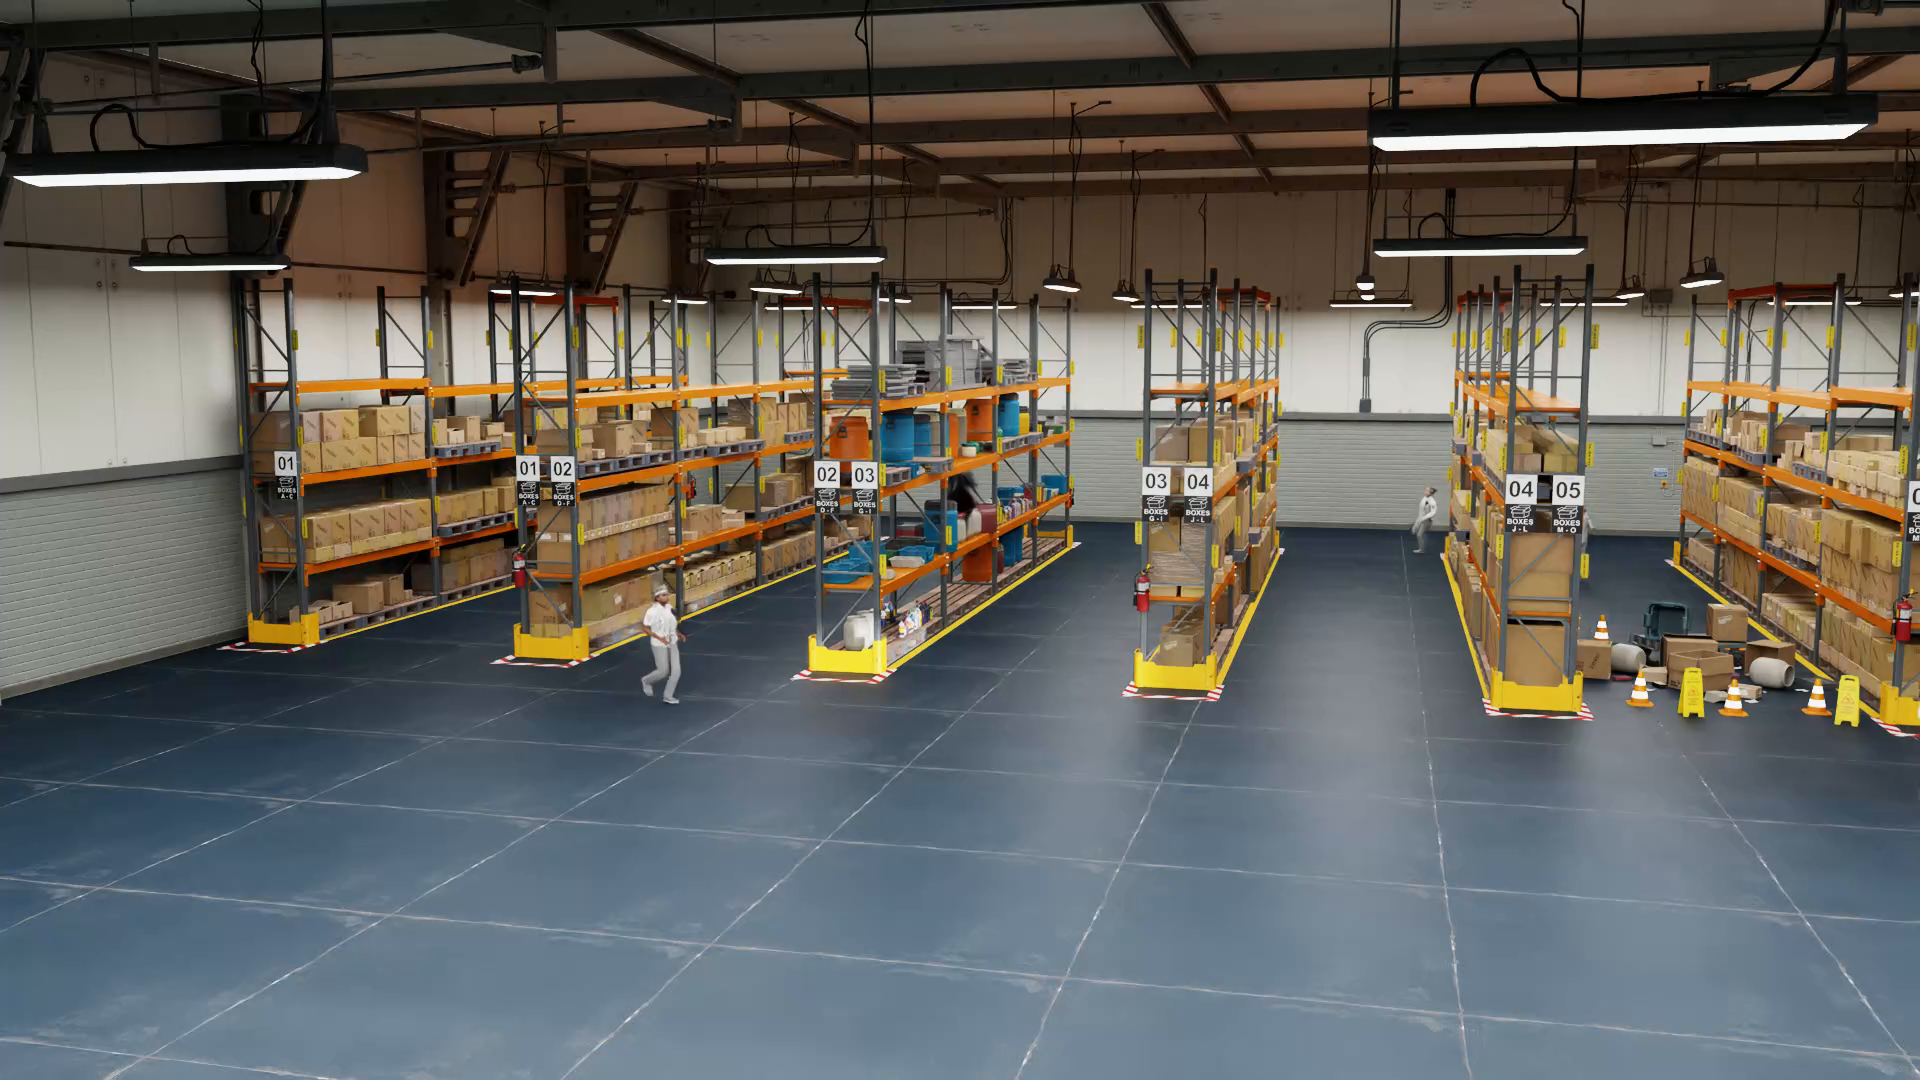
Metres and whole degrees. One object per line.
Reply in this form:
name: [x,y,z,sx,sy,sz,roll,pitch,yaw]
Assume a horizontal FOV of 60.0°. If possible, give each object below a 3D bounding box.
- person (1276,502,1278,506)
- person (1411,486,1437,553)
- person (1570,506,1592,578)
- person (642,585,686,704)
person: [7.378,-0.674,40.449,0.666,1.727,0.687,4,8,31]
person: [10.884,-0.476,38.994,0.509,1.620,0.638,-3,7,-22]
person: [13.033,0.028,34.988,0.521,1.597,0.717,1,7,11]
person: [-4.118,1.431,23.019,0.595,1.646,0.575,5,9,38]
